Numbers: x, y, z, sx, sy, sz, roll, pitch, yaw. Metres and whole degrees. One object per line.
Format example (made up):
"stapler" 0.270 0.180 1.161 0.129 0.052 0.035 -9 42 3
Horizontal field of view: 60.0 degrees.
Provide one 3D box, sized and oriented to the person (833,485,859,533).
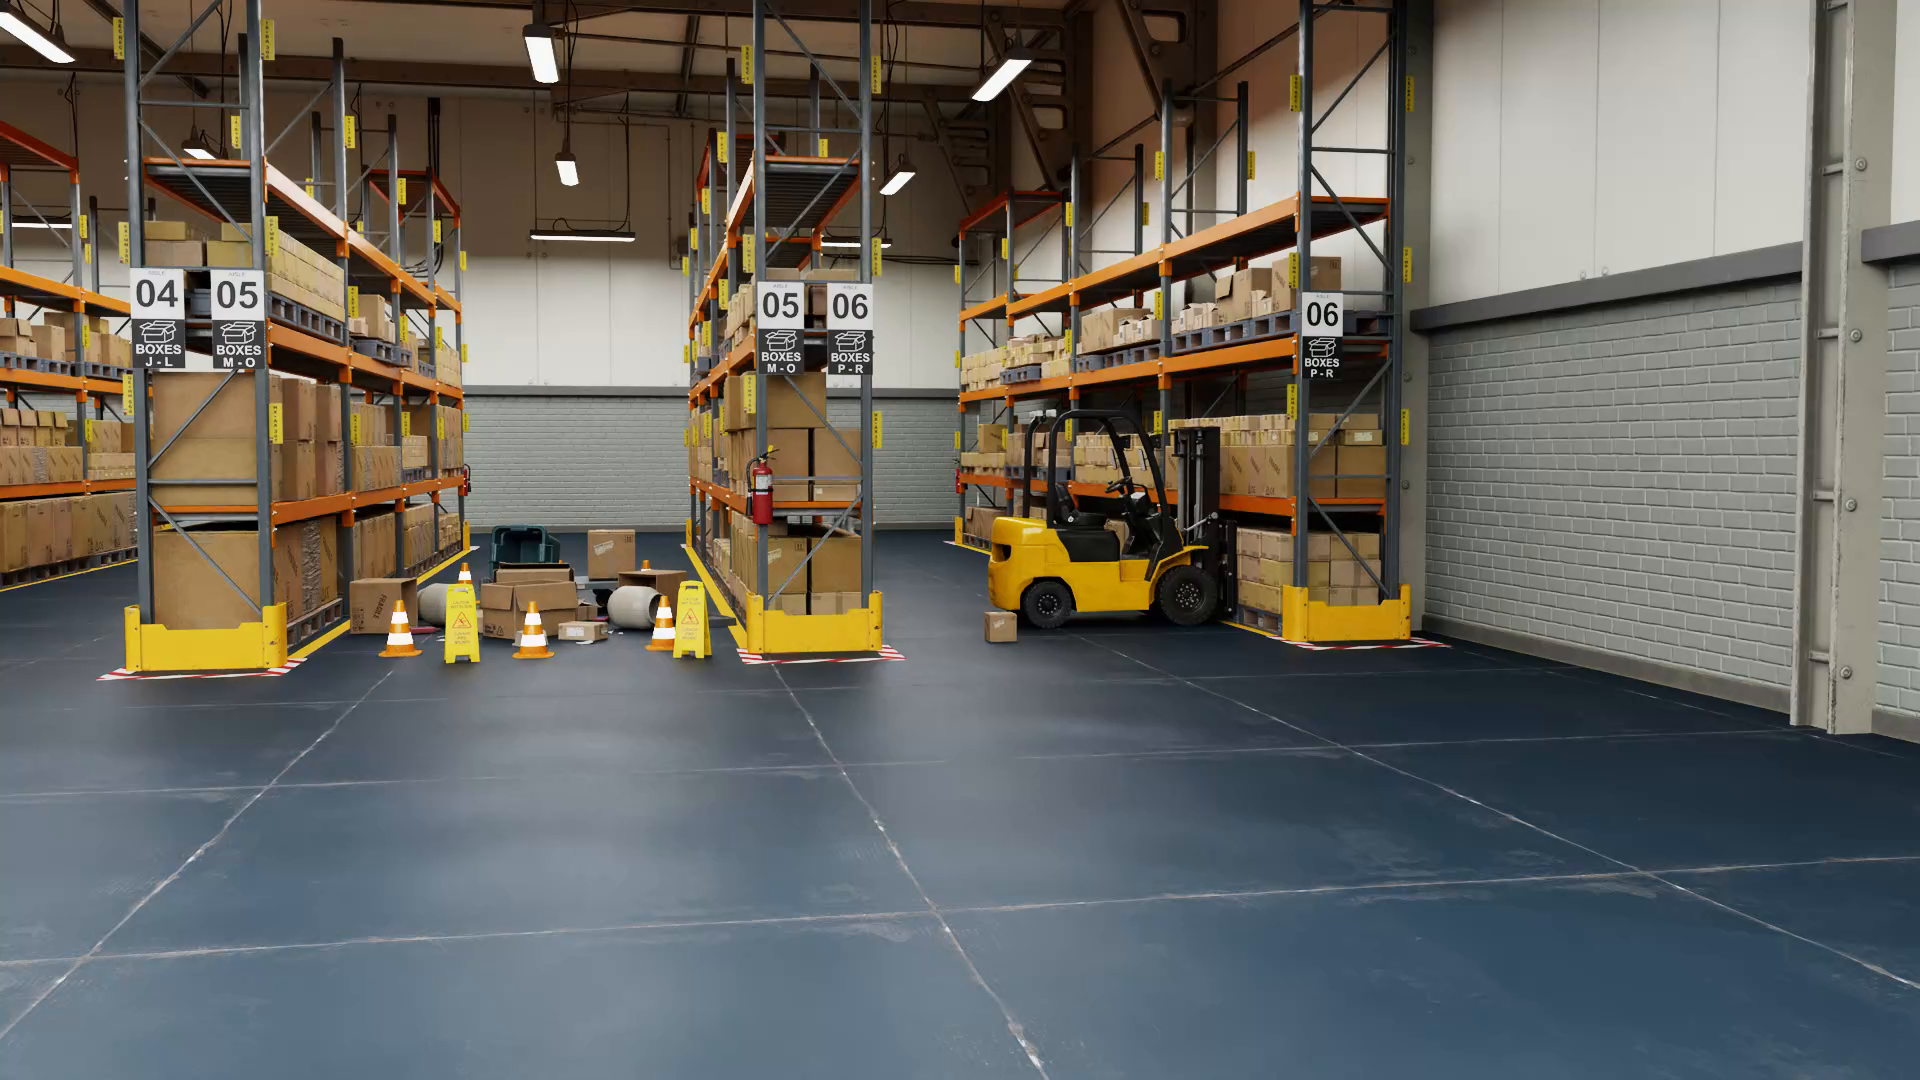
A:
"person" -1.845 -0.531 26.497 0.491 1.637 0.986 -1 3 -11
